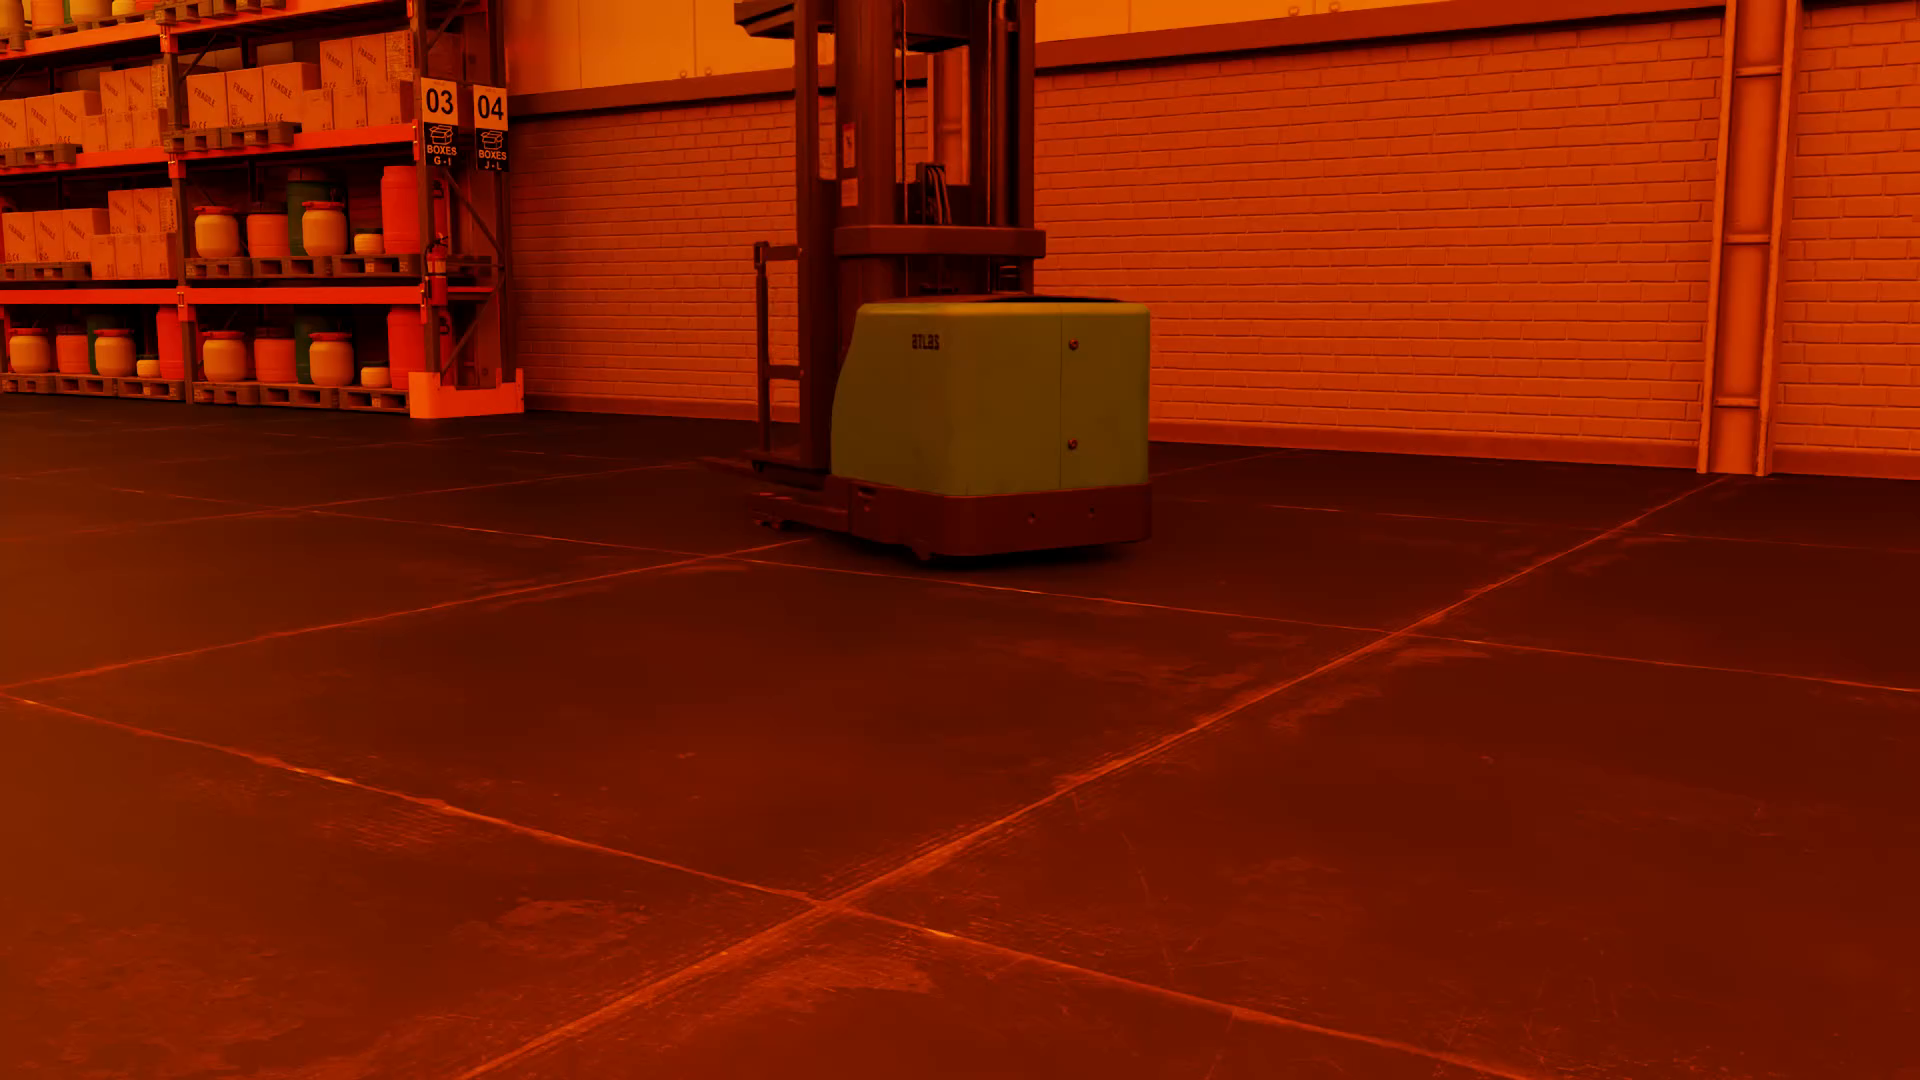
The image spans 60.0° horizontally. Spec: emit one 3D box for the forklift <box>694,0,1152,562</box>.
[{"bbox_3d":[-0.387,-1.528,7.937,1.130,2.935,3.031,-5,10,-32],"label":"forklift"}]
